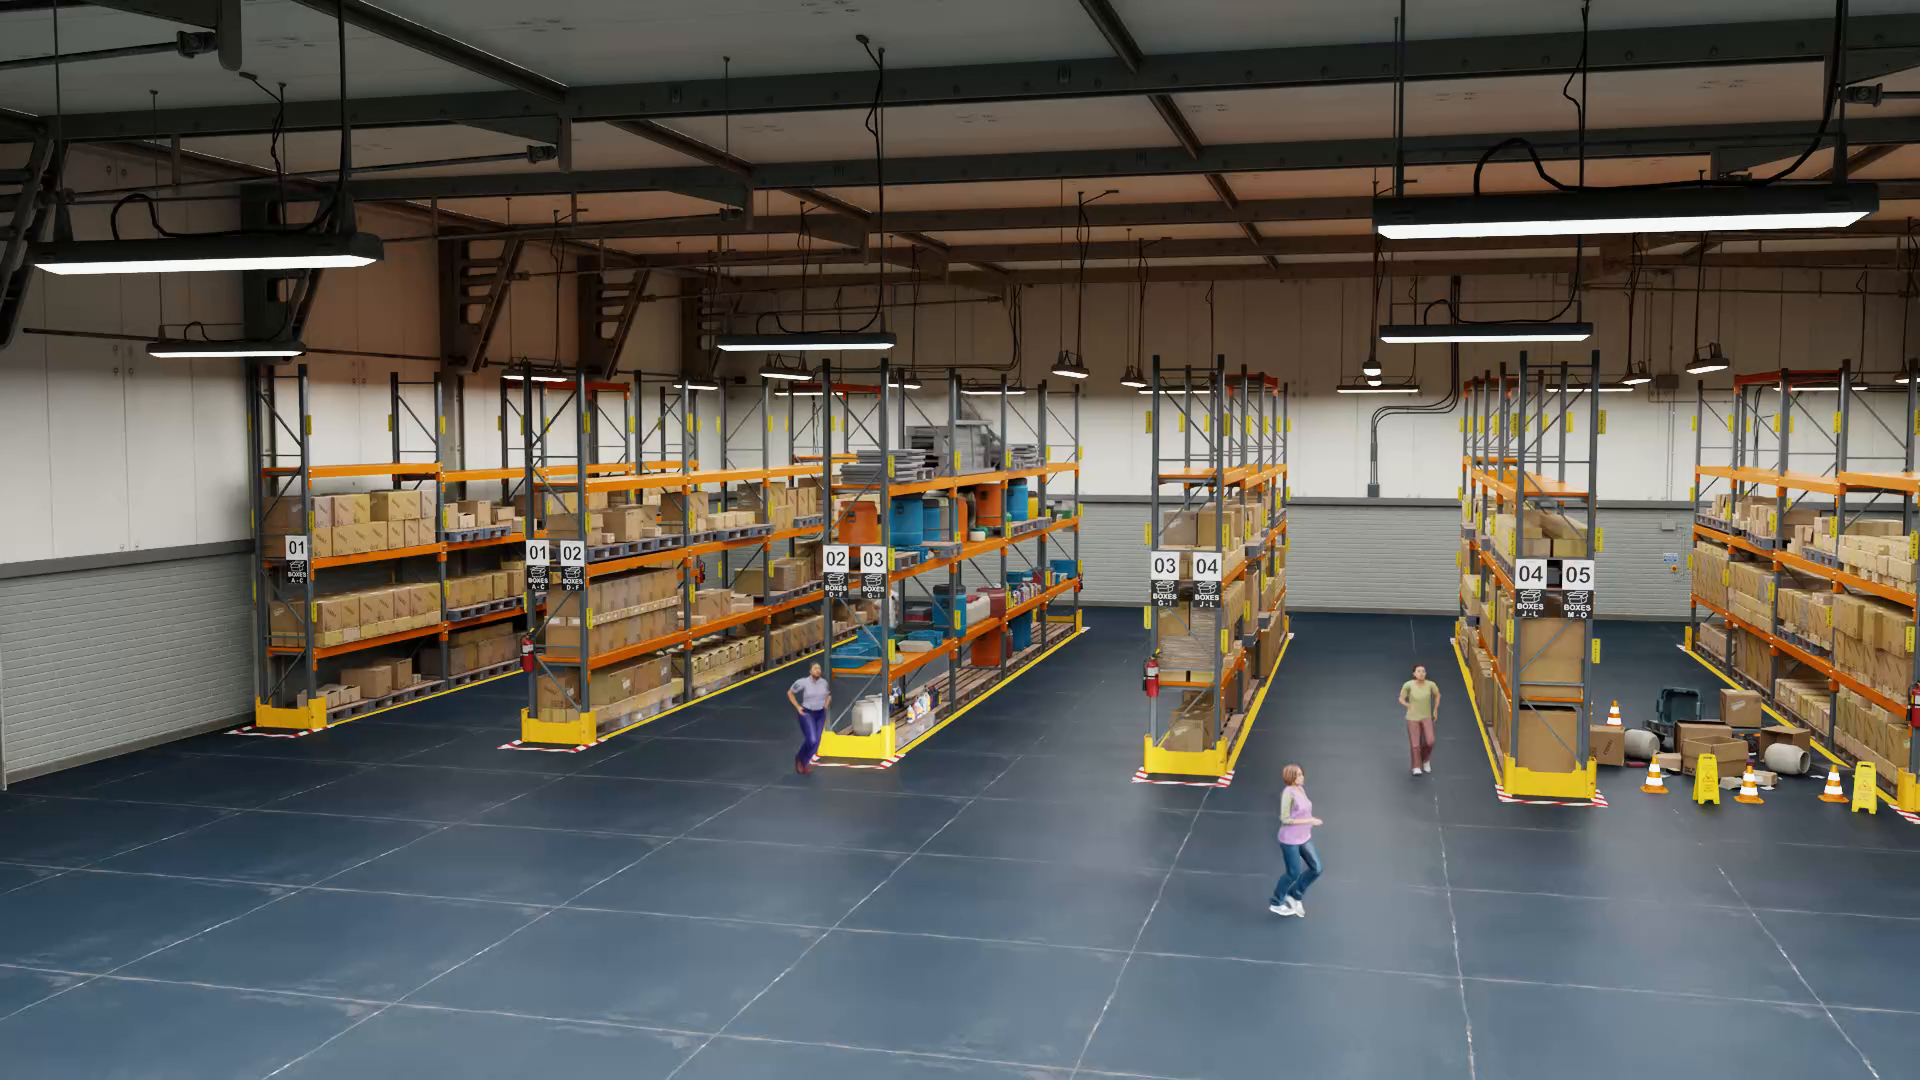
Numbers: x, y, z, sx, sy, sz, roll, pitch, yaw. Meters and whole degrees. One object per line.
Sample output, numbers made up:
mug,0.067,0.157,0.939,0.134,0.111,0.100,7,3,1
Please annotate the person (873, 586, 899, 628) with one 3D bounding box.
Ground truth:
person,-1.569,1.704,35.715,0.568,1.684,0.901,0,4,5

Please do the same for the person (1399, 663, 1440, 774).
person,6.548,2.563,23.677,0.598,1.598,0.639,1,4,8

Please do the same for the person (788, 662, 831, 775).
person,-2.097,2.548,23.835,0.634,1.612,0.567,-3,5,-36

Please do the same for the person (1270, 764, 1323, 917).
person,3.417,3.047,16.795,0.615,1.582,0.519,3,5,40
